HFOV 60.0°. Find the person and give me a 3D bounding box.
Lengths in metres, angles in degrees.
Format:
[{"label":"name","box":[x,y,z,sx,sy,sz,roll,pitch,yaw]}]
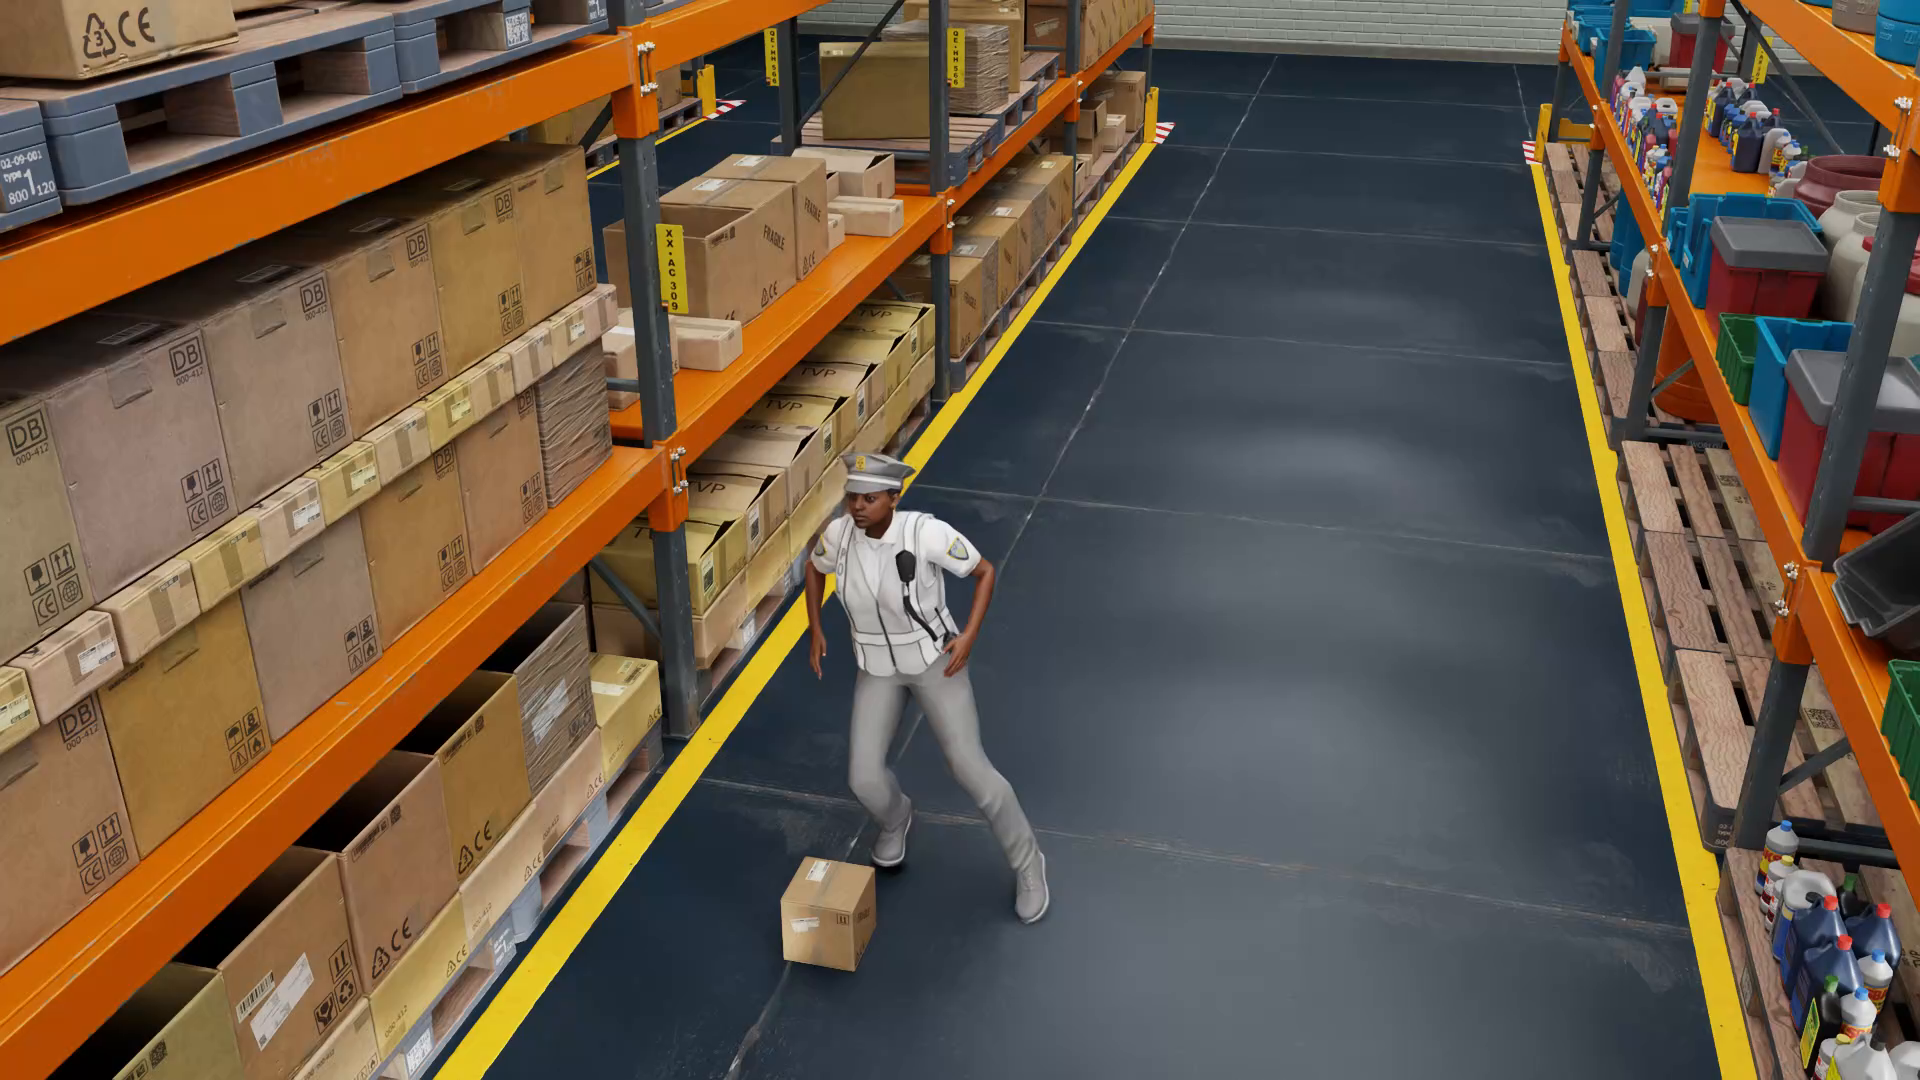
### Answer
[{"label":"person","box":[-0.122,0.461,5.746,0.986,1.606,0.529,6,26,13]}]
